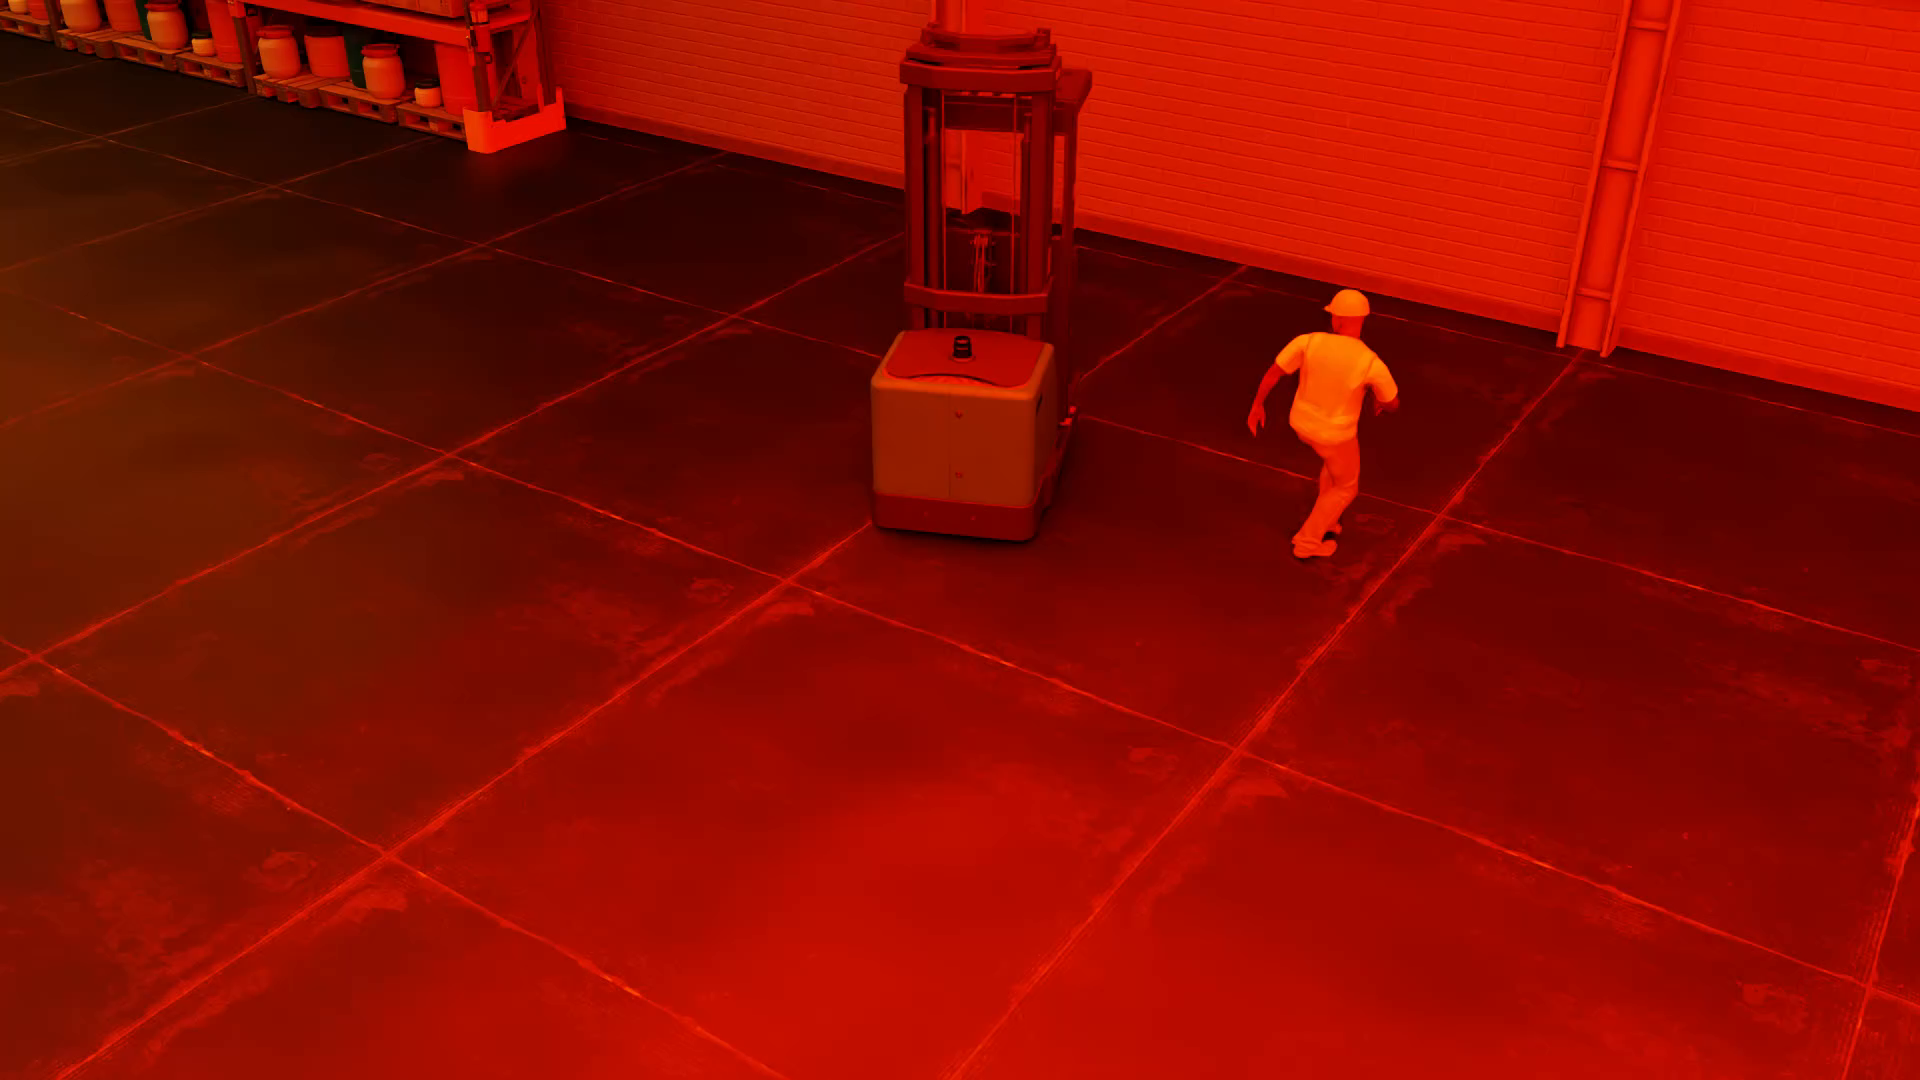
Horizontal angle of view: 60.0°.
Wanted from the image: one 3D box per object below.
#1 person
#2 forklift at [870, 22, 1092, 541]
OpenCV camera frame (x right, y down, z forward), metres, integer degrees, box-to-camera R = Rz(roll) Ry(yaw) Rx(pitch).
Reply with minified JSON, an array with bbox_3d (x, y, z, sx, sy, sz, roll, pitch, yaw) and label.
[{"bbox_3d":[2.225,-0.657,9.998,0.818,1.763,0.657,-20,35,-30],"label":"person"},{"bbox_3d":[0.239,-1.986,11.002,1.130,2.935,3.031,6,31,10],"label":"forklift"}]
